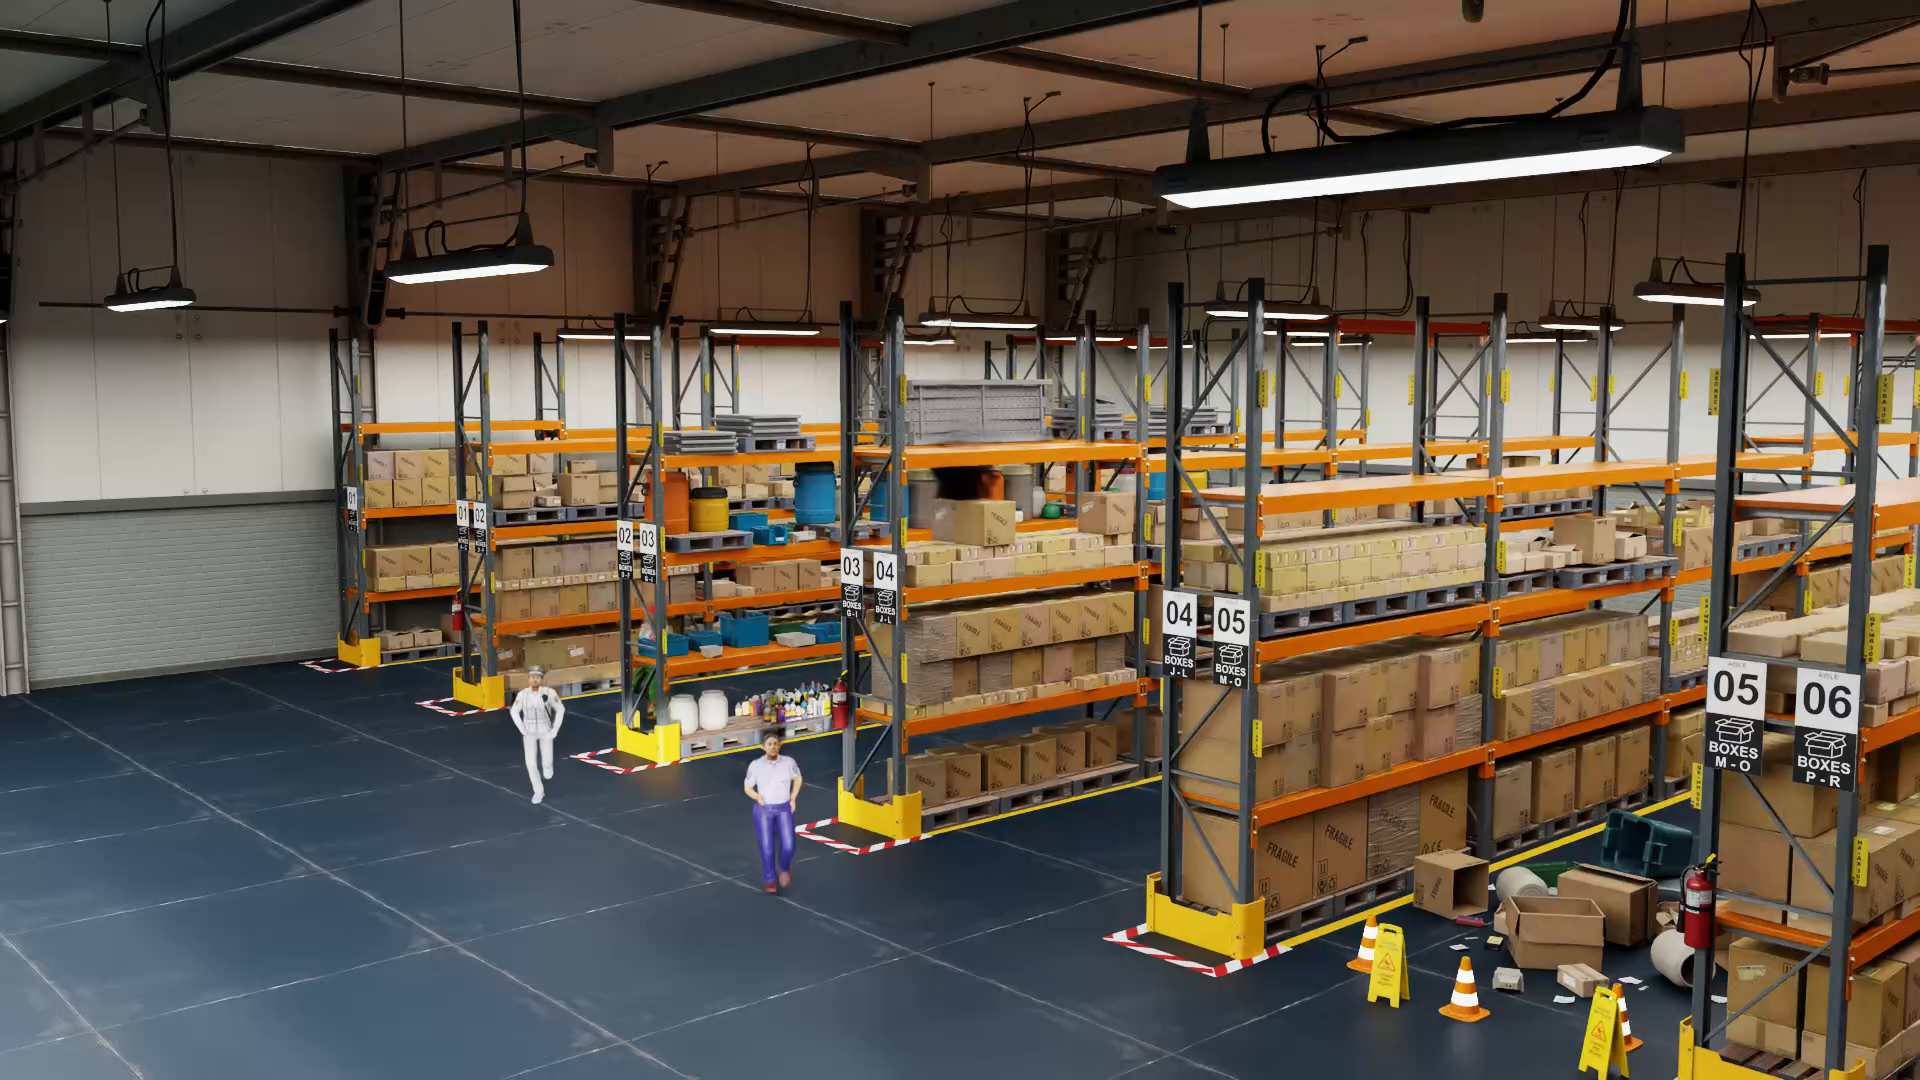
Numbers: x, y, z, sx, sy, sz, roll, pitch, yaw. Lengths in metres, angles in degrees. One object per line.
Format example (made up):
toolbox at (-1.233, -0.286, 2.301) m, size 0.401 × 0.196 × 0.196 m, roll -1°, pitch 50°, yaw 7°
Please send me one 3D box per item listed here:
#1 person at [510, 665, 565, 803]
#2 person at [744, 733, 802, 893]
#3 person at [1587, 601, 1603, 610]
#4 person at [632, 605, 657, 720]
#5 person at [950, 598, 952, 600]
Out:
person at (-5.170, 2.346, 20.365) m, size 0.649 × 1.660 × 0.587 m, roll -1°, pitch 6°, yaw -11°
person at (-1.841, 2.730, 16.543) m, size 0.593 × 1.603 × 0.545 m, roll -1°, pitch 6°, yaw -11°
person at (10.015, 1.749, 26.333) m, size 0.598 × 1.655 × 0.617 m, roll -5°, pitch 8°, yaw -42°
person at (-4.668, 1.836, 24.813) m, size 0.656 × 1.738 × 0.586 m, roll 4°, pitch 7°, yaw 35°
person at (0.046, 1.357, 30.348) m, size 0.582 × 1.665 × 0.578 m, roll 5°, pitch 7°, yaw 39°
